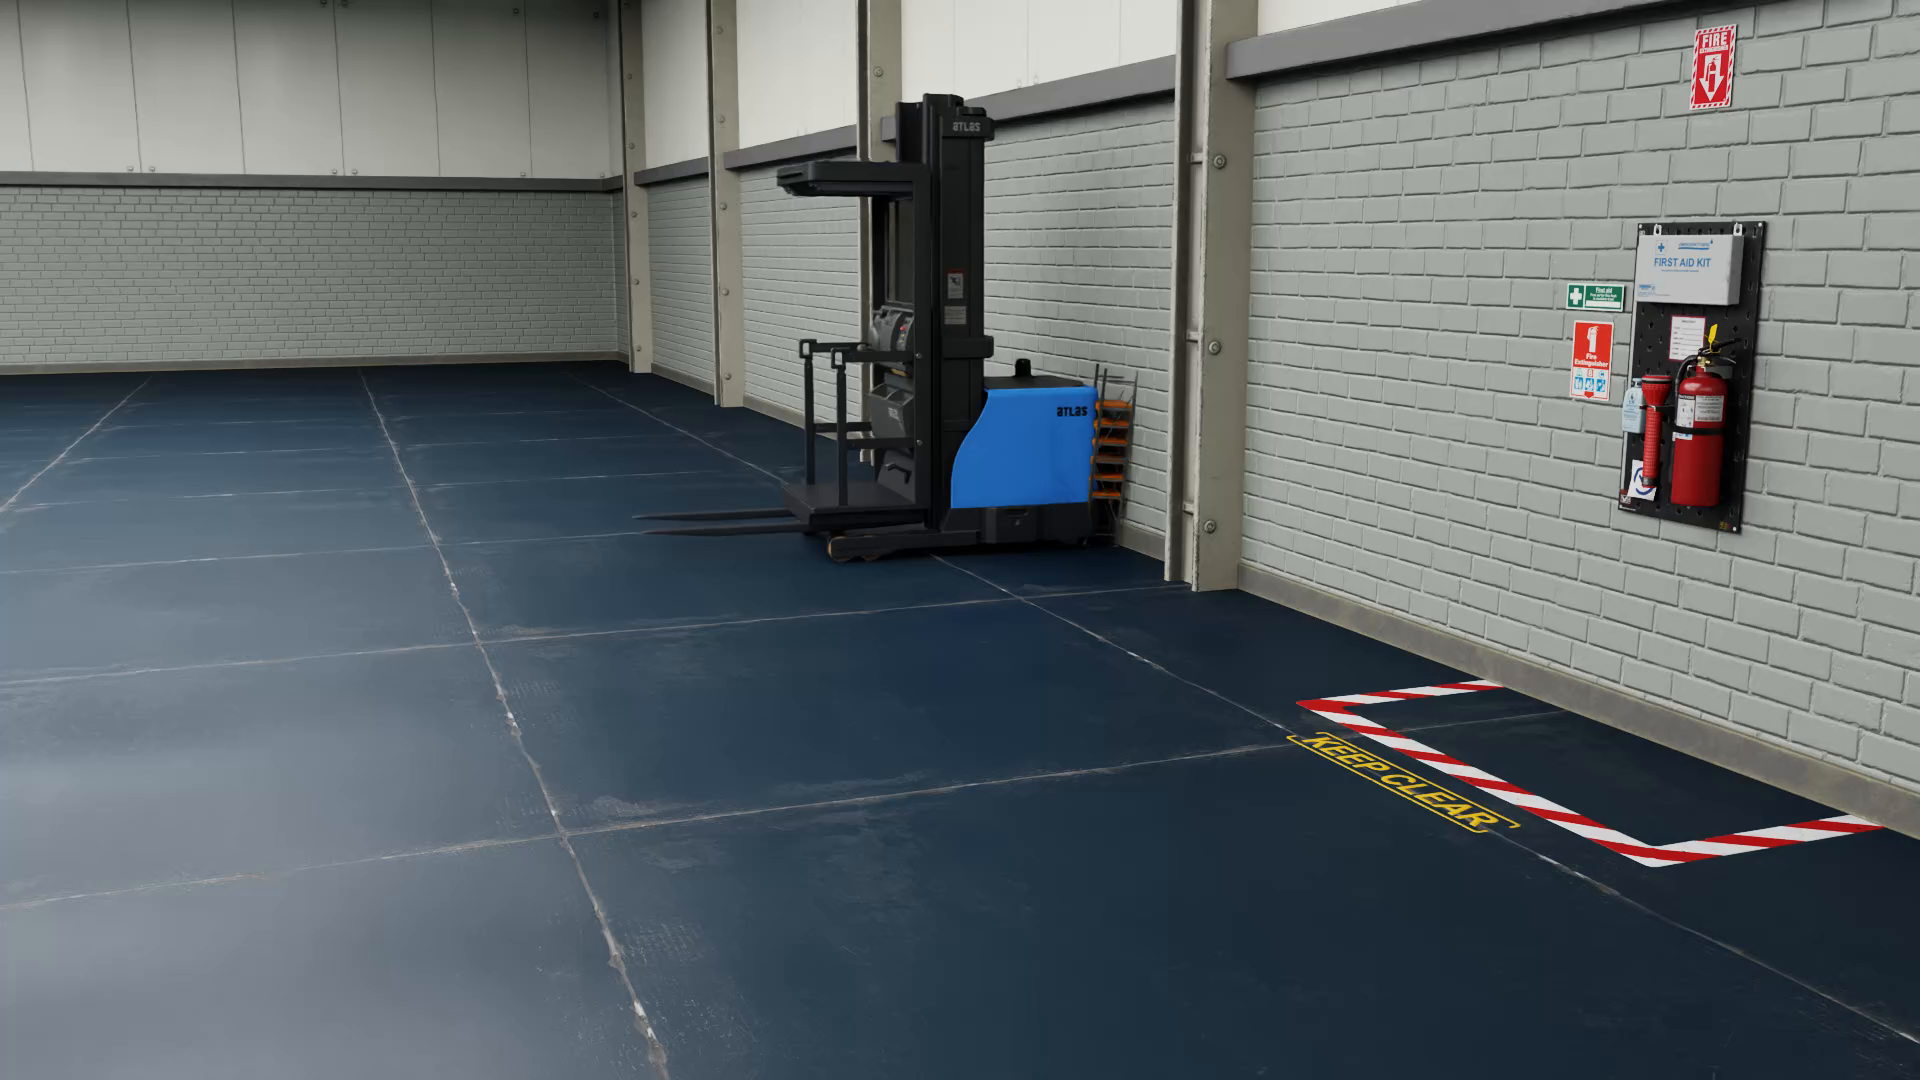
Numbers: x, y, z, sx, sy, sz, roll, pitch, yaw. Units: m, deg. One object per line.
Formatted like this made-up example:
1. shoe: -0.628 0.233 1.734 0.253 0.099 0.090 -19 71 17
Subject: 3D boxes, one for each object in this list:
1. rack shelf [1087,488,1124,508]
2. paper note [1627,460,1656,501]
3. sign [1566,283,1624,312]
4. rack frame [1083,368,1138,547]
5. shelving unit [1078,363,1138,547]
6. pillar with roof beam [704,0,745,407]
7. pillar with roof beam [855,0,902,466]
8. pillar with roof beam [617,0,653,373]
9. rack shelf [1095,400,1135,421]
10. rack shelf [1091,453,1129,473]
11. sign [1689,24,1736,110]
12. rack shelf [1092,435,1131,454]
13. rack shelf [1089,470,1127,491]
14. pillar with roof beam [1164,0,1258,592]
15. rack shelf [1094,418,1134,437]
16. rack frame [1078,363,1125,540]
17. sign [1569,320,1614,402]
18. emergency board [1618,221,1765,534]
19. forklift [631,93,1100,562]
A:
1. rack shelf: 0.951 -0.286 11.152 0.258 0.103 0.180 2 15 -13
2. paper note: 2.766 -0.243 6.735 0.016 0.148 0.142 -4 11 -21
3. sign: 2.655 -1.017 6.958 0.001 0.109 0.331 -4 11 -21
4. rack frame: 0.998 -0.536 10.996 0.240 1.200 0.006 2 15 -13
5. shelving unit: 0.979 -0.560 11.082 0.258 1.200 0.189 2 15 -13
6. pillar with roof beam: -6.909 -5.856 18.645 9.100 9.000 0.400 -4 11 -21
7. pillar with roof beam: -4.735 -4.876 13.139 9.100 9.000 0.400 -4 11 -21
8. pillar with roof beam: -9.084 -6.835 24.151 9.100 9.000 0.400 -4 11 -21
9. rack shelf: 1.010 -0.865 11.004 0.258 0.103 0.180 2 15 -13
10. rack shelf: 0.975 -0.518 11.093 0.258 0.103 0.180 2 15 -13
11. sign: 2.856 -1.792 6.310 0.001 0.298 0.199 -4 11 -21
12. rack shelf: 0.987 -0.633 11.063 0.258 0.103 0.180 2 15 -13
13. rack shelf: 0.963 -0.402 11.122 0.258 0.103 0.180 2 15 -13
14. pillar with roof beam: -2.561 -3.897 7.634 9.100 9.000 0.400 -4 11 -21
15. rack shelf: 0.998 -0.749 11.033 0.258 0.103 0.180 2 15 -13
16. rack frame: 0.960 -0.584 11.168 0.240 1.200 0.006 2 15 -13
17. sign: 2.662 -0.757 7.011 0.001 0.329 0.234 -4 11 -21
18. emergency board: 2.766 -0.643 6.470 0.194 1.169 0.643 -4 11 -21
19. forklift: -0.639 -1.403 10.937 3.031 2.935 1.130 -3 11 -17
